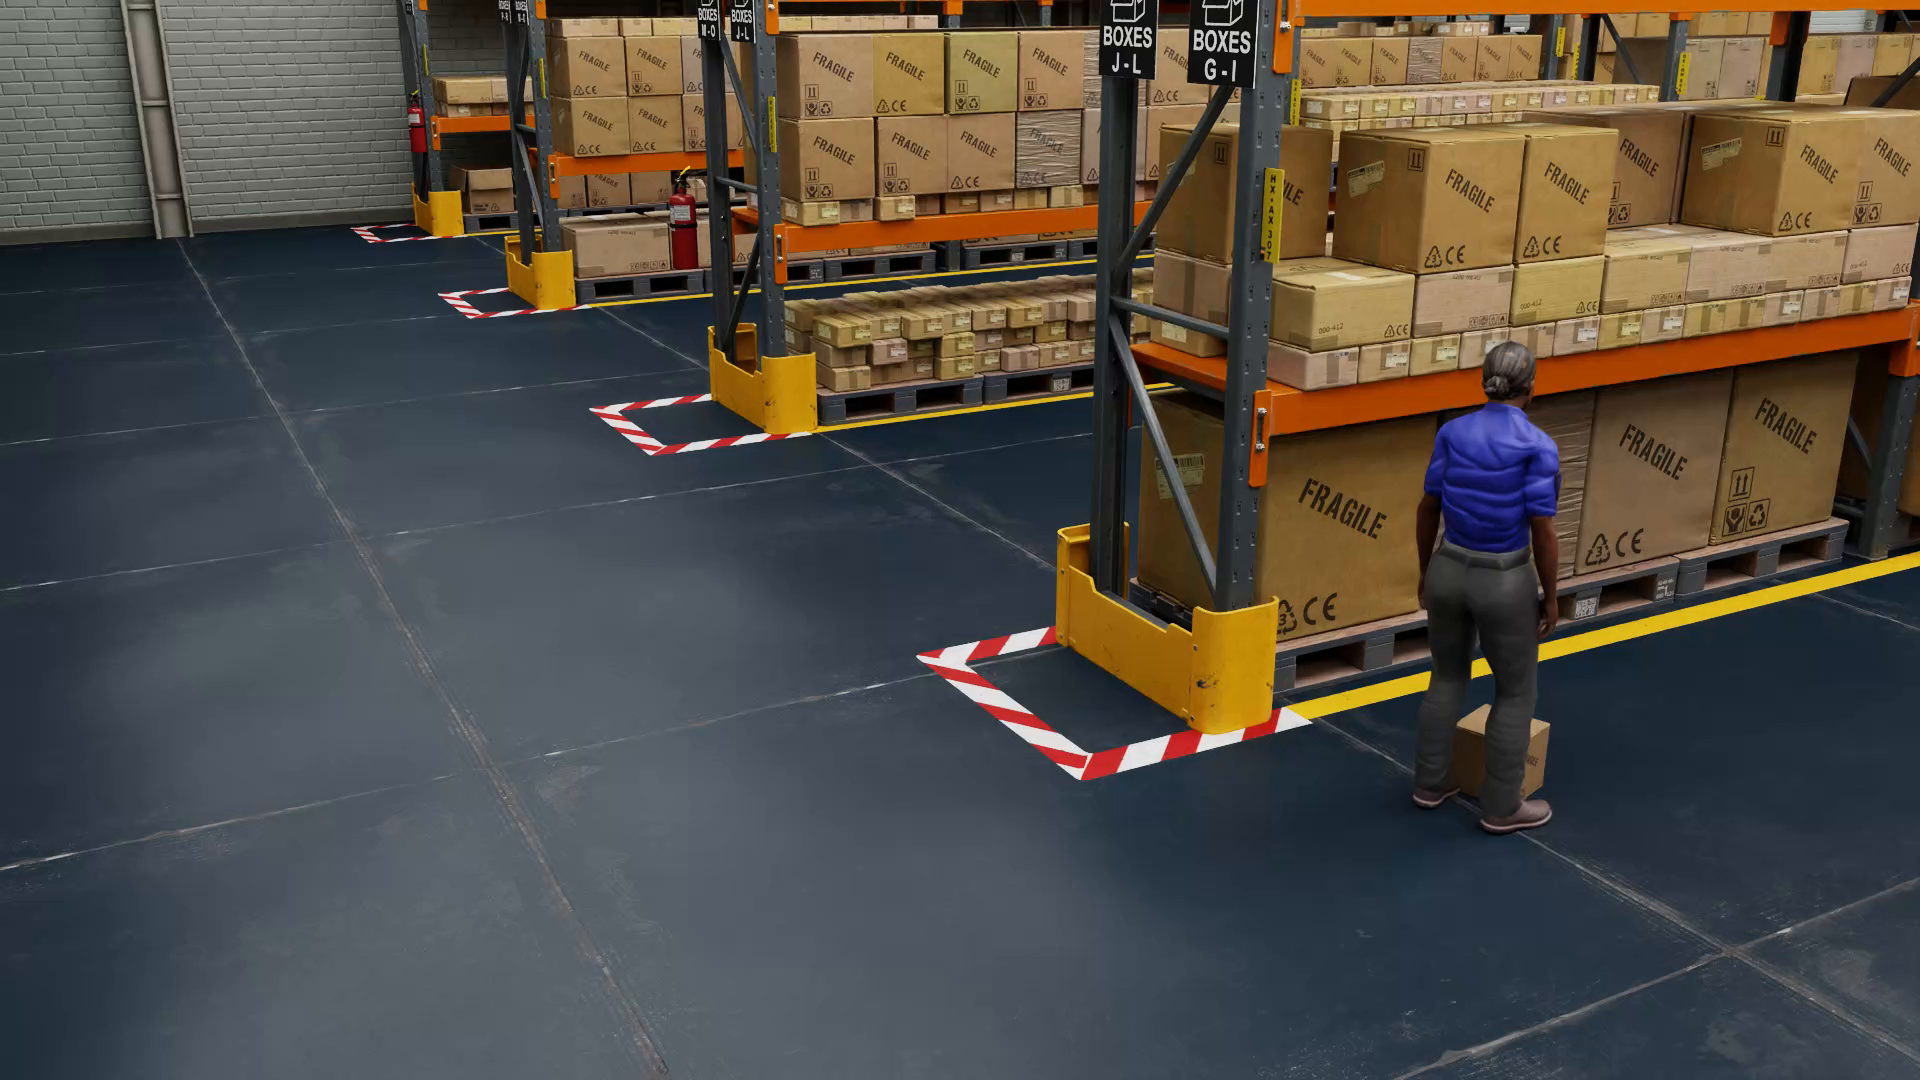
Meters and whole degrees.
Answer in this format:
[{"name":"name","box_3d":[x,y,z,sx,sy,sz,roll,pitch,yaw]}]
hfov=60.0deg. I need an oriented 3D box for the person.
[{"name":"person","box_3d":[1.777,0.161,5.590,0.527,1.653,0.352,17,25,41]}]
